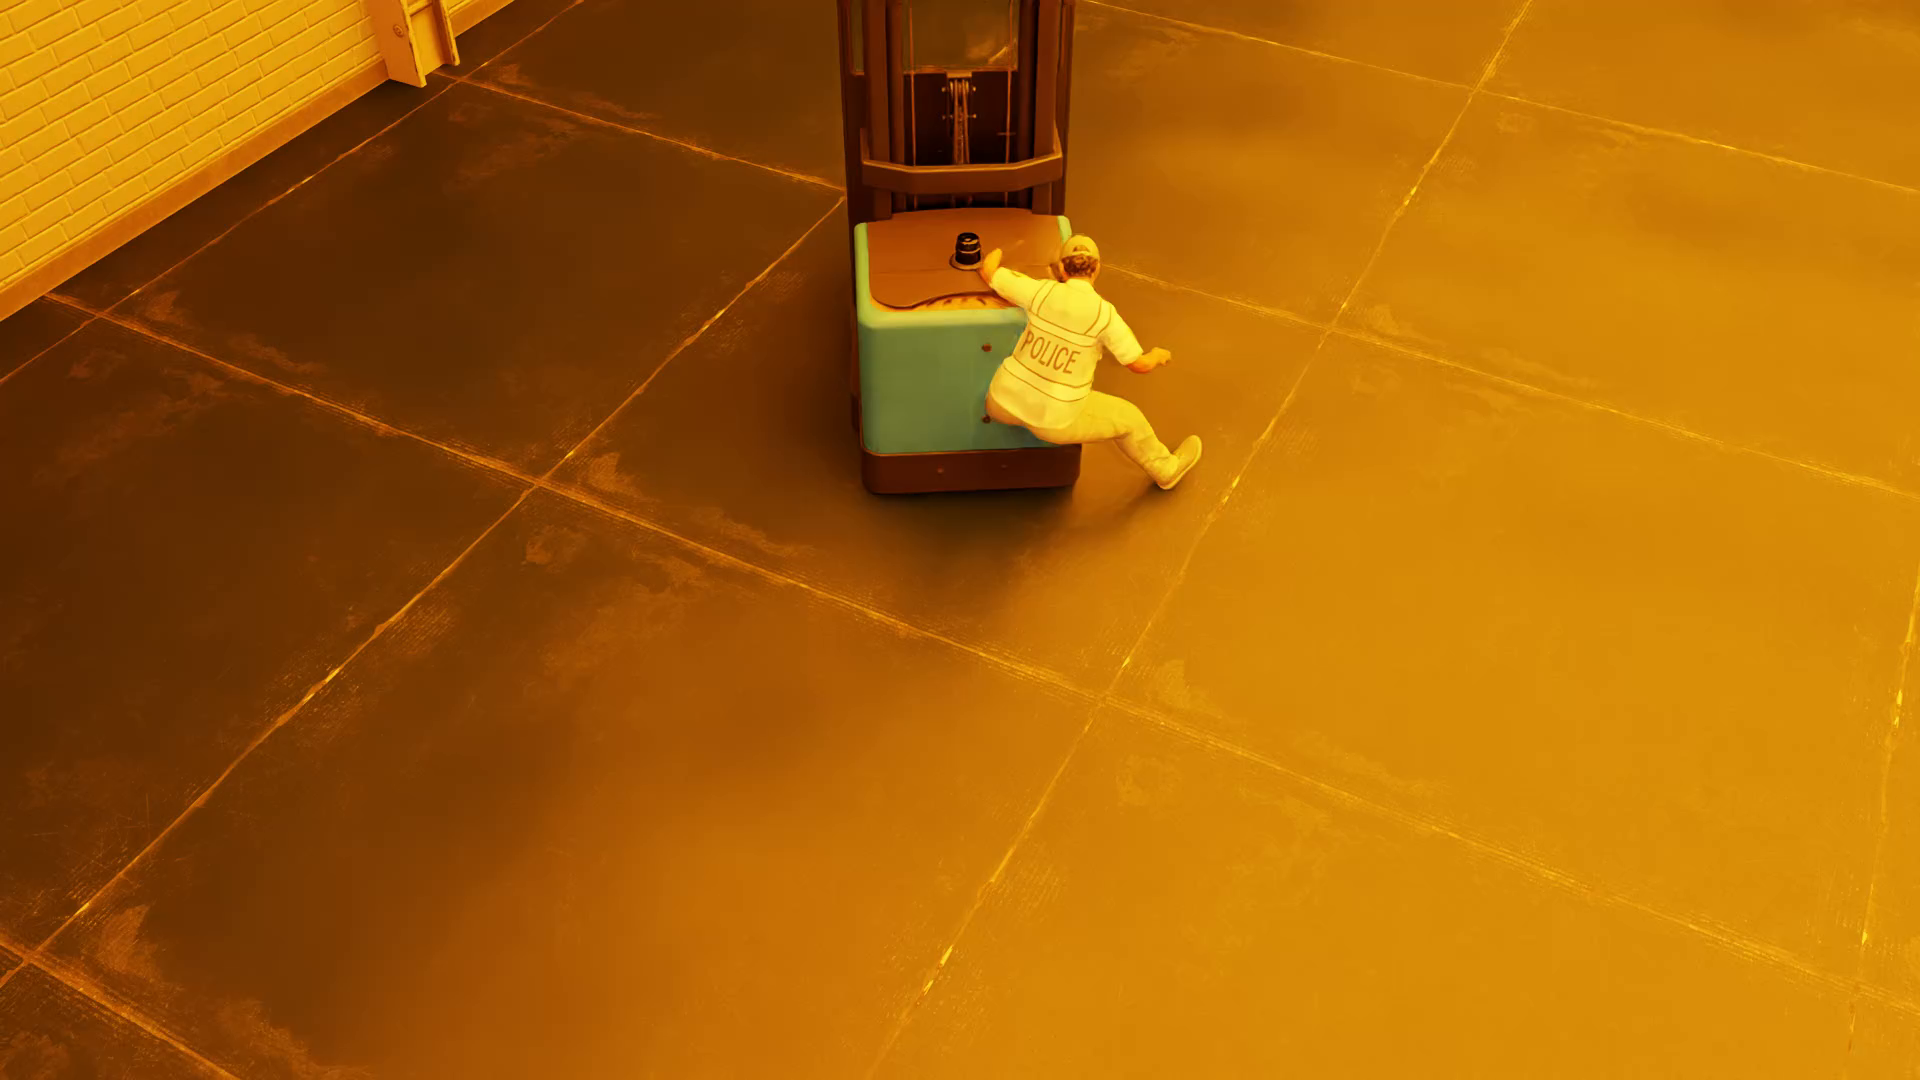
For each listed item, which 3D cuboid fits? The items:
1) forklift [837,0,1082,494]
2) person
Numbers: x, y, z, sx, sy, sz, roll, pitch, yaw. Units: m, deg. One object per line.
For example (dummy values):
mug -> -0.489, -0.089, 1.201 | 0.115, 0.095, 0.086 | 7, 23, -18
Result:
forklift -> -0.036, -2.288, 8.082 | 1.130, 2.935, 3.031 | -3, 43, -3
person -> 0.432, -0.794, 7.690 | 1.265, 1.341, 0.859 | 23, 48, 23
